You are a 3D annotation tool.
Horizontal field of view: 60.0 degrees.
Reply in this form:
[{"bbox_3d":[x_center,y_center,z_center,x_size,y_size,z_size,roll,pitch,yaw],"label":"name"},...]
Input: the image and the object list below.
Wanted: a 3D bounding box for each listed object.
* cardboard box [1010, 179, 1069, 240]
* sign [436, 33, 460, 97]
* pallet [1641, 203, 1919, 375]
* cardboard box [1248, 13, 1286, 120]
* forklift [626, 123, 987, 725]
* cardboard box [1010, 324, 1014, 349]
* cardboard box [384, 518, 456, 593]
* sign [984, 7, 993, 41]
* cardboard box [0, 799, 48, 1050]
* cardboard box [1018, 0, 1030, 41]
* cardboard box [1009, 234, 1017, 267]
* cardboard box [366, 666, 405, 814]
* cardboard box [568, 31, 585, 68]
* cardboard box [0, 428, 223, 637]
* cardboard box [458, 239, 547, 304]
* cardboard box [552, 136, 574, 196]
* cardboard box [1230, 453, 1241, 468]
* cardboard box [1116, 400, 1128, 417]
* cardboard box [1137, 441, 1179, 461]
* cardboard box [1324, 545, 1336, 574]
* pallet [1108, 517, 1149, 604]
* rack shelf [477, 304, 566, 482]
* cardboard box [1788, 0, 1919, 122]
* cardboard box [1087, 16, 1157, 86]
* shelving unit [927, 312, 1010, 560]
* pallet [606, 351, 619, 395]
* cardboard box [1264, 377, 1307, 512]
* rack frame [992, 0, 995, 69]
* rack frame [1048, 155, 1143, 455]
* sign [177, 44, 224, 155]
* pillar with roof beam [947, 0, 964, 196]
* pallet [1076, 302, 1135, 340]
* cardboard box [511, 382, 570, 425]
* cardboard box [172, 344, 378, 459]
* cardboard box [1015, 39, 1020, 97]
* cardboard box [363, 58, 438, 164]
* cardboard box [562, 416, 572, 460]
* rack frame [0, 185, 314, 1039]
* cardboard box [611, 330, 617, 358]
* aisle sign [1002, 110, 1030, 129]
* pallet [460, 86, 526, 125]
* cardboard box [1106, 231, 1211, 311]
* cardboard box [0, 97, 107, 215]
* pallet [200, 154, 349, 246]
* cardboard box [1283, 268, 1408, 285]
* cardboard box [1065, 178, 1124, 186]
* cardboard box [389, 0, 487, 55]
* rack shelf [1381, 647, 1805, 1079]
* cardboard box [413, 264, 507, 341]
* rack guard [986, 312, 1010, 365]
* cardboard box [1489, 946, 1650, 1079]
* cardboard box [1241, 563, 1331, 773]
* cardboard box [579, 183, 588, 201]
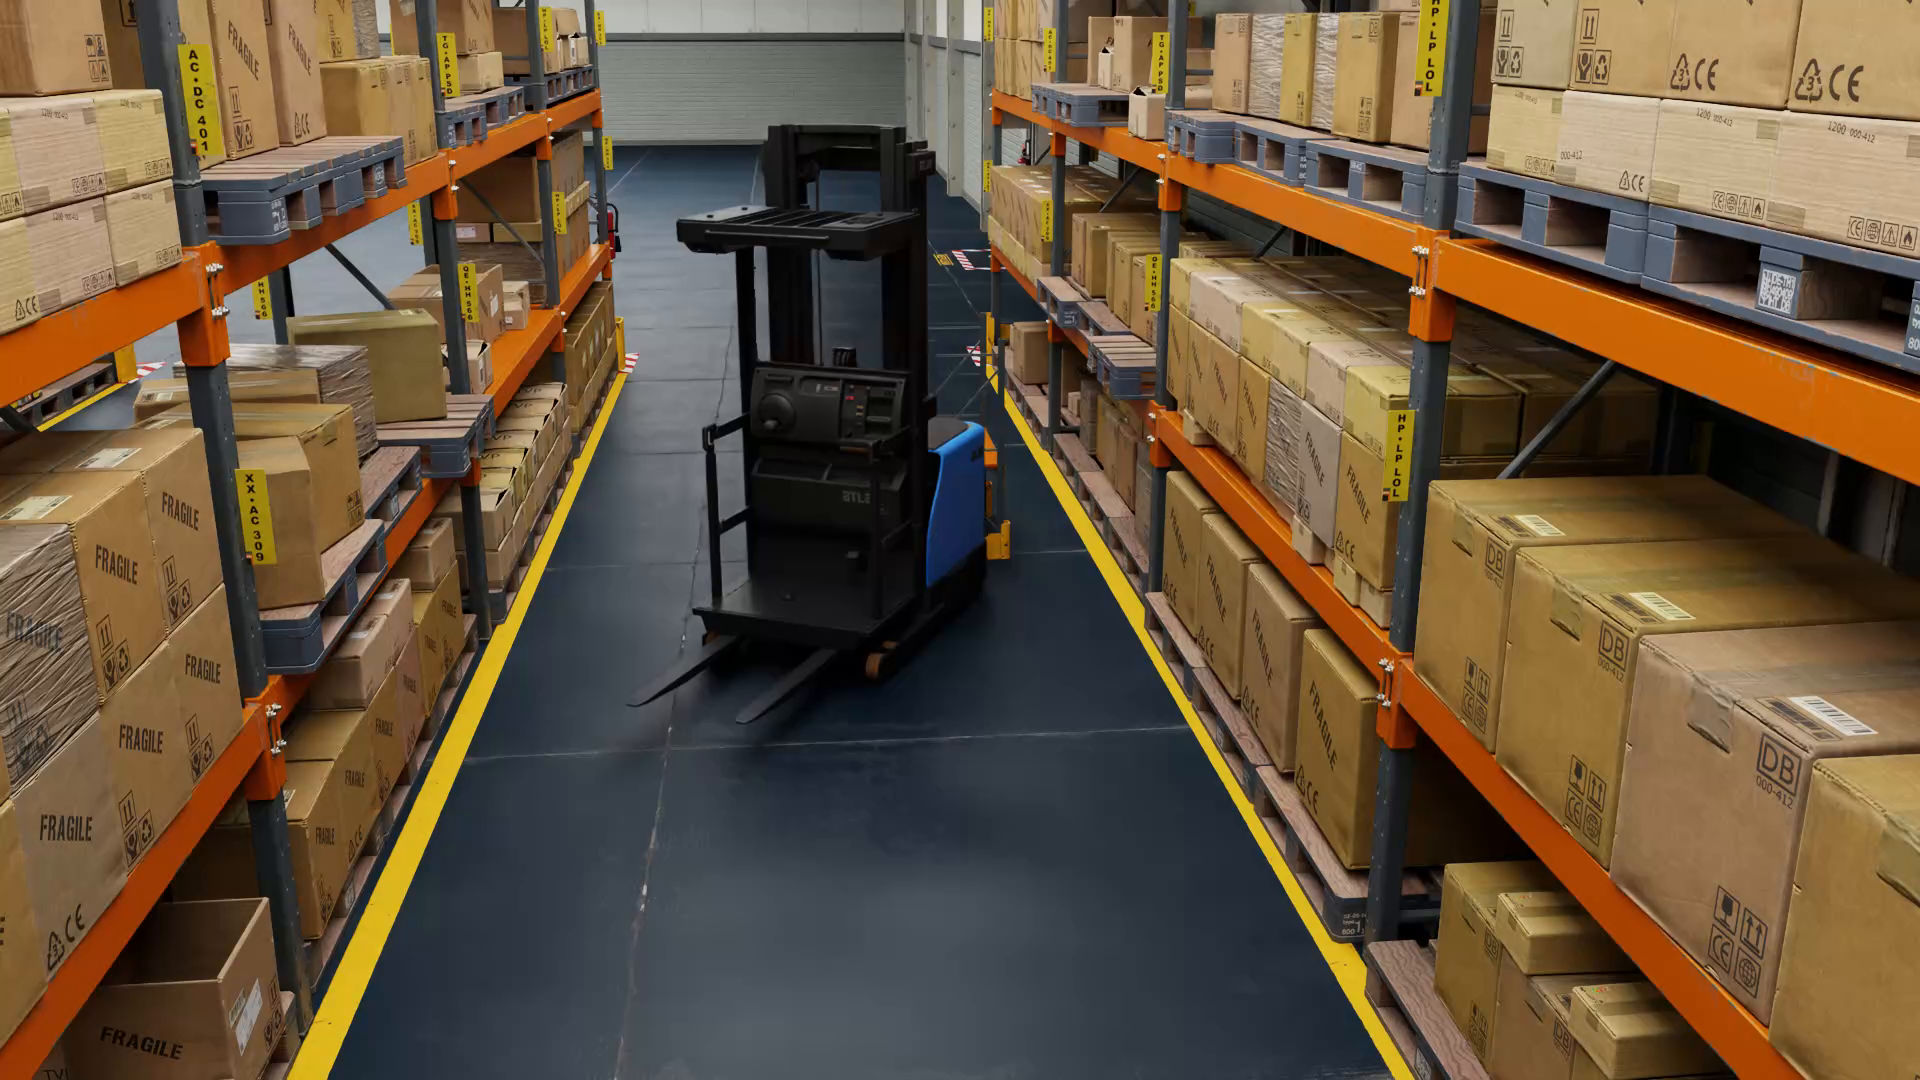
[{"bbox_3d":[0.736,-3.062,15.387,0.500,0.500,0.500,-1,17,-4],"label":"cardboard box"},{"bbox_3d":[-2.729,-2.529,8.854,0.100,0.325,0.005,-2,18,-6],"label":"sign"},{"bbox_3d":[2.267,-0.580,3.656,1.003,0.211,1.213,-2,18,-6],"label":"pallet"},{"bbox_3d":[1.872,-2.379,8.338,0.700,0.500,0.500,-3,18,-9],"label":"cardboard box"},{"bbox_3d":[-0.824,-0.752,9.179,1.130,2.935,3.031,6,19,20],"label":"forklift"},{"bbox_3d":[0.815,-2.091,17.084,0.500,0.311,0.500,-4,18,-12],"label":"cardboard box"},{"bbox_3d":[-2.929,0.078,8.608,0.500,0.250,0.500,-1,17,-4],"label":"cardboard box"},{"bbox_3d":[0.293,-5.204,16.779,0.100,0.325,0.005,-2,18,-6],"label":"sign"},{"bbox_3d":[-2.384,0.908,3.610,0.500,0.500,0.500,-2,17,-5],"label":"cardboard box"},{"bbox_3d":[0.793,-4.606,14.462,0.500,0.500,0.500,-2,18,-8],"label":"cardboard box"},{"bbox_3d":[0.732,-2.699,15.482,0.500,0.250,0.500,-2,18,-5],"label":"cardboard box"},{"bbox_3d":[-2.774,0.880,7.305,0.500,0.500,0.500,-2,17,-5],"label":"cardboard box"},{"bbox_3d":[-3.656,-4.374,14.807,0.500,0.311,0.500,0,17,1],"label":"cardboard box"},{"bbox_3d":[-2.547,-0.026,4.914,0.500,0.500,0.500,-2,18,-5],"label":"cardboard box"},{"bbox_3d":[-3.733,-2.207,13.531,0.700,0.500,0.500,-2,18,-7],"label":"cardboard box"},{"bbox_3d":[-3.941,-3.423,15.241,0.700,0.500,0.500,-2,18,-5],"label":"cardboard box"},{"bbox_3d":[1.606,-0.468,8.547,0.380,0.149,0.250,-1,17,-4],"label":"cardboard box"},{"bbox_3d":[1.444,-1.051,12.205,0.500,0.250,0.500,-2,18,-7],"label":"cardboard box"},{"bbox_3d":[1.594,-0.377,11.307,0.700,0.500,0.500,-2,18,-6],"label":"cardboard box"},{"bbox_3d":[1.723,0.068,6.839,0.380,0.149,0.250,-1,17,-4],"label":"cardboard box"},{"bbox_3d":[1.579,0.108,10.980,1.003,0.211,1.213,-2,18,-6],"label":"pallet"},{"bbox_3d":[-3.475,-1.088,11.335,1.077,0.370,4.000,-2,18,-6],"label":"rack shelf"},{"bbox_3d":[2.033,-1.086,3.250,0.500,0.500,0.500,-3,18,-8],"label":"cardboard box"},{"bbox_3d":[1.222,-3.695,12.563,0.500,0.500,0.500,1,17,2],"label":"cardboard box"},{"bbox_3d":[-0.008,-0.738,11.525,0.587,1.500,1.083,-2,18,-6],"label":"shelving unit"},{"bbox_3d":[-3.973,-1.662,16.618,1.003,0.211,1.213,-2,18,-6],"label":"pallet"},{"bbox_3d":[1.666,-0.428,7.336,0.500,0.500,0.500,-2,18,-6],"label":"cardboard box"},{"bbox_3d":[0.833,-6.235,16.514,1.000,3.000,0.127,-2,18,-6],"label":"rack frame"},{"bbox_3d":[1.245,-2.181,13.617,1.000,3.000,0.127,-2,18,-6],"label":"rack frame"},{"bbox_3d":[-2.317,-1.340,5.067,0.100,0.325,0.005,-2,18,-6],"label":"sign"},{"bbox_3d":[-4.373,-11.283,32.593,9.100,9.000,0.400,-2,18,-6],"label":"pillar with roof beam"},{"bbox_3d":[1.413,-1.486,11.724,1.003,0.211,1.213,-2,18,-6],"label":"pallet"},{"bbox_3d":[-3.354,-1.071,13.034,0.500,0.311,0.500,-2,18,-6],"label":"cardboard box"},{"bbox_3d":[-3.187,-0.621,7.778,0.700,0.500,0.500,1,17,5],"label":"cardboard box"},{"bbox_3d":[0.773,-4.279,15.091,0.500,0.500,0.500,-1,17,-2],"label":"cardboard box"},{"bbox_3d":[-3.190,-2.185,8.455,0.910,0.500,0.500,-2,18,-6],"label":"cardboard box"},{"bbox_3d":[-3.350,-0.801,13.109,0.500,0.250,0.500,-2,18,-6],"label":"cardboard box"},{"bbox_3d":[-2.856,0.357,5.534,1.000,3.000,0.127,-2,18,-6],"label":"rack frame"},{"bbox_3d":[-3.745,-1.956,16.791,0.500,0.250,0.500,-2,18,-6],"label":"cardboard box"},{"bbox_3d":[0.527,-4.625,17.062,0.394,0.787,0.004,-2,18,-6],"label":"aisle sign"},{"bbox_3d":[-3.578,-3.104,11.869,0.805,0.209,1.217,-2,18,-8],"label":"pallet"},{"bbox_3d":[1.414,-1.924,11.896,0.700,0.500,0.500,1,17,2],"label":"cardboard box"},{"bbox_3d":[-2.488,-0.956,4.122,0.500,0.250,0.500,-2,18,-6],"label":"cardboard box"},{"bbox_3d":[-2.854,-1.181,5.738,1.213,0.211,1.003,-2,18,-6],"label":"pallet"},{"bbox_3d":[2.013,-1.265,8.749,0.500,0.250,0.500,-2,18,-7],"label":"cardboard box"},{"bbox_3d":[1.245,-3.080,15.446,0.500,0.500,0.500,-2,17,-5],"label":"cardboard box"},{"bbox_3d":[-3.575,-3.591,11.396,0.500,0.500,0.500,0,17,0],"label":"cardboard box"},{"bbox_3d":[2.277,1.142,4.234,1.077,0.370,4.000,-2,18,-6],"label":"rack shelf"},{"bbox_3d":[-3.564,-1.688,11.880,0.500,0.500,0.500,-1,17,-2],"label":"cardboard box"},{"bbox_3d":[0.841,-2.158,17.715,1.175,0.500,0.348,-2,18,-6],"label":"rack guard"},{"bbox_3d":[2.094,1.570,5.139,0.700,0.500,0.500,-2,18,-6],"label":"cardboard box"},{"bbox_3d":[1.780,0.573,7.731,0.750,0.750,0.750,-1,17,-4],"label":"cardboard box"},{"bbox_3d":[-3.837,-3.390,16.217,0.380,0.149,0.250,-1,17,-4],"label":"cardboard box"}]
